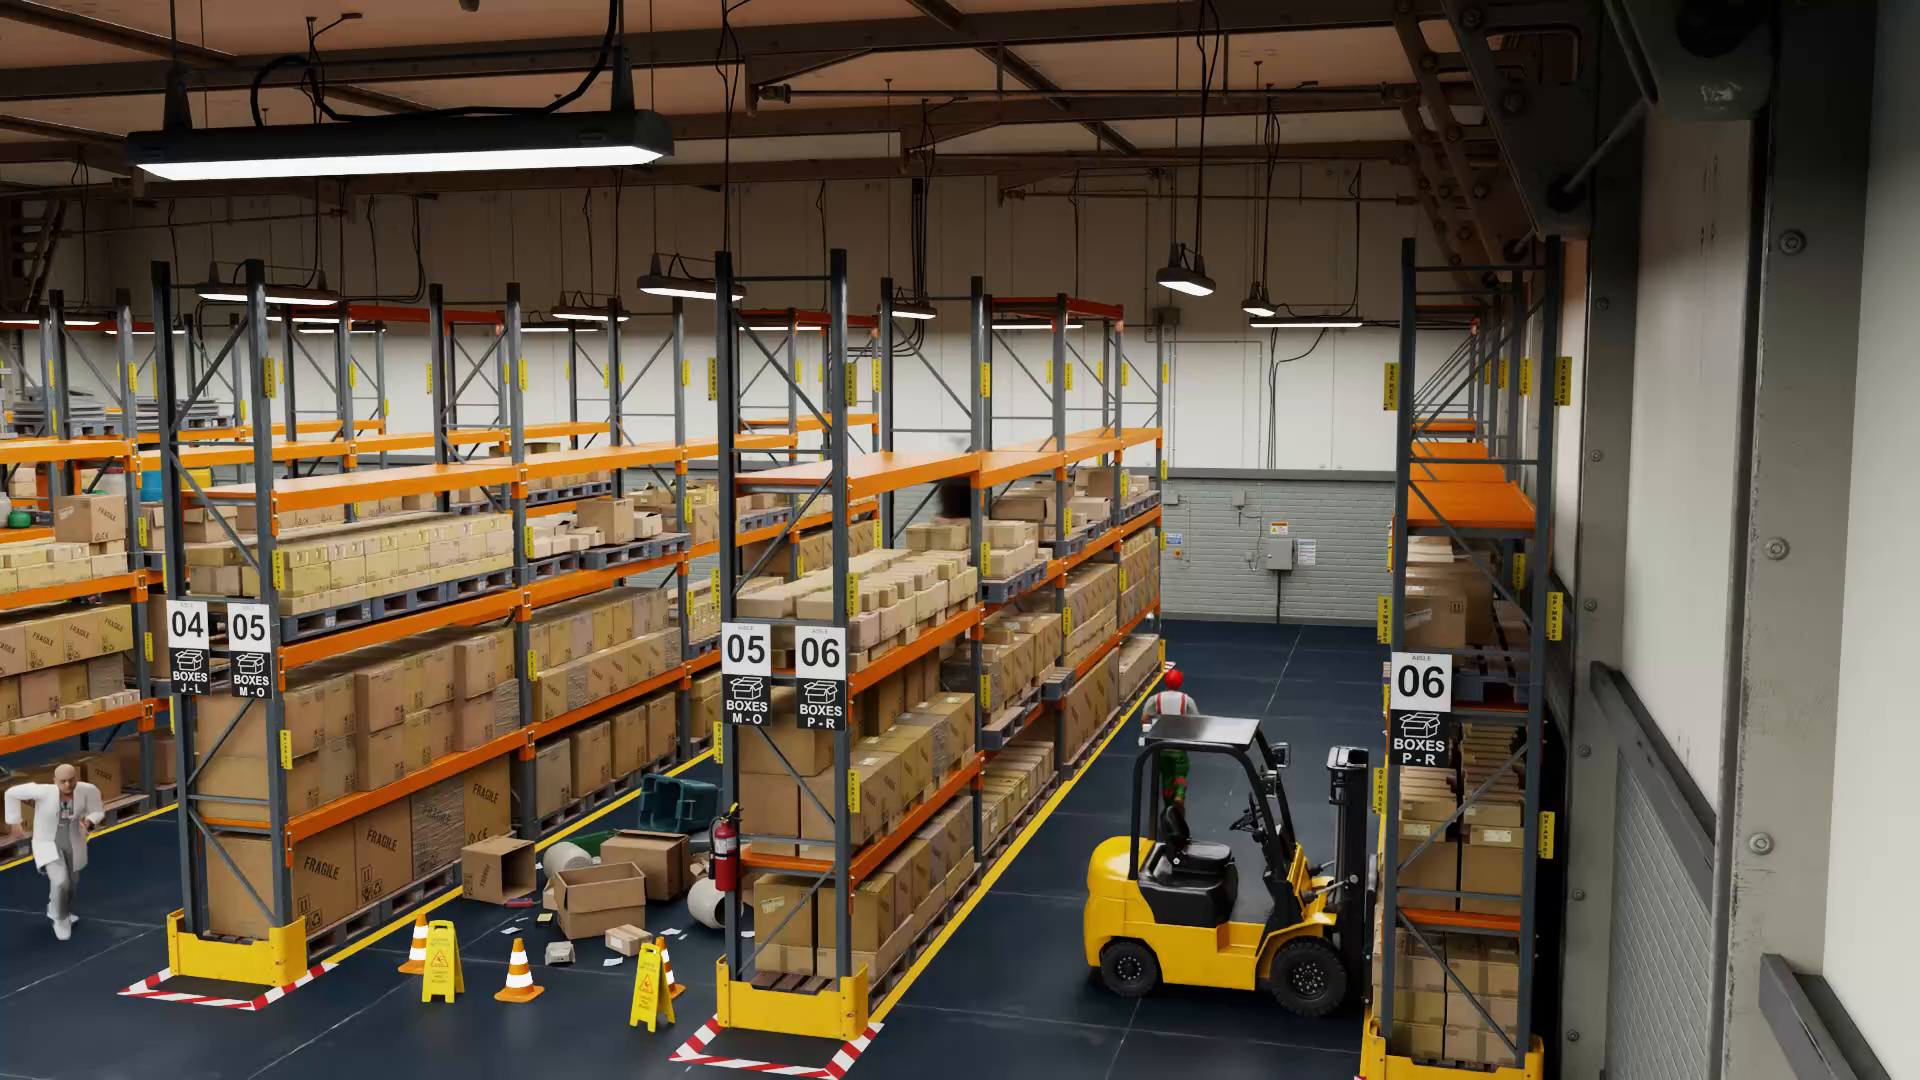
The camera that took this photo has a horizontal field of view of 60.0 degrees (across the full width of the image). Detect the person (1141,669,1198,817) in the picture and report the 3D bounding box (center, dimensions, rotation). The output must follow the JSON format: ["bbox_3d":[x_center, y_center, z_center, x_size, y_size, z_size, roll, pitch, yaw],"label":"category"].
[{"bbox_3d":[2.366,2.329,18.704,0.654,1.760,0.684,2,6,16],"label":"person"}]

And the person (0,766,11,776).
[{"bbox_3d":[-11.429,2.240,19.536,0.686,1.741,0.884,0,6,2],"label":"person"}]

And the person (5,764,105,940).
[{"bbox_3d":[-8.114,2.865,14.946,0.753,1.507,1.035,-5,8,-40],"label":"person"}]

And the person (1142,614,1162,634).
[{"bbox_3d":[3.271,0.964,31.045,0.991,1.769,0.671,0,6,-4],"label":"person"}]
